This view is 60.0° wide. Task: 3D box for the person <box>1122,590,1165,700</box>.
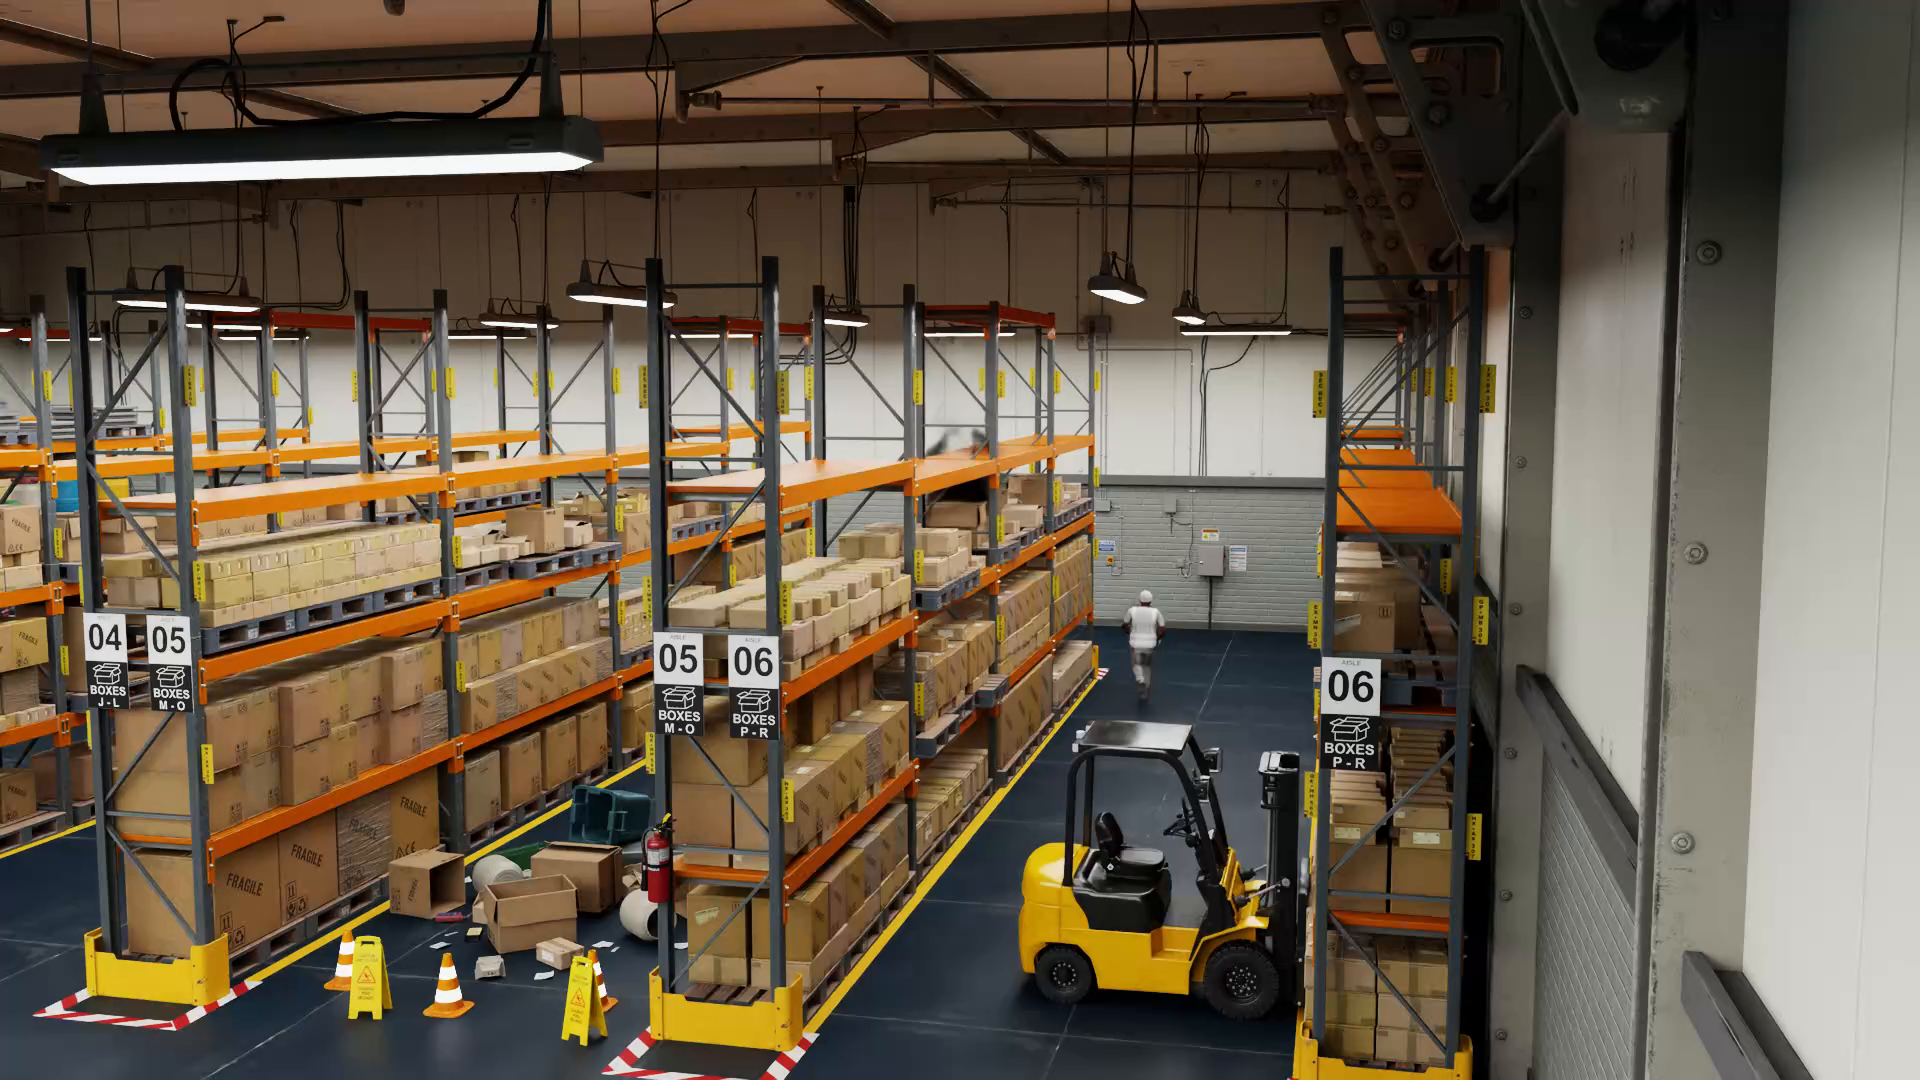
[{"bbox_3d":[2.882,1.661,26.152,0.675,1.755,0.638,1,6,6],"label":"person"}]
